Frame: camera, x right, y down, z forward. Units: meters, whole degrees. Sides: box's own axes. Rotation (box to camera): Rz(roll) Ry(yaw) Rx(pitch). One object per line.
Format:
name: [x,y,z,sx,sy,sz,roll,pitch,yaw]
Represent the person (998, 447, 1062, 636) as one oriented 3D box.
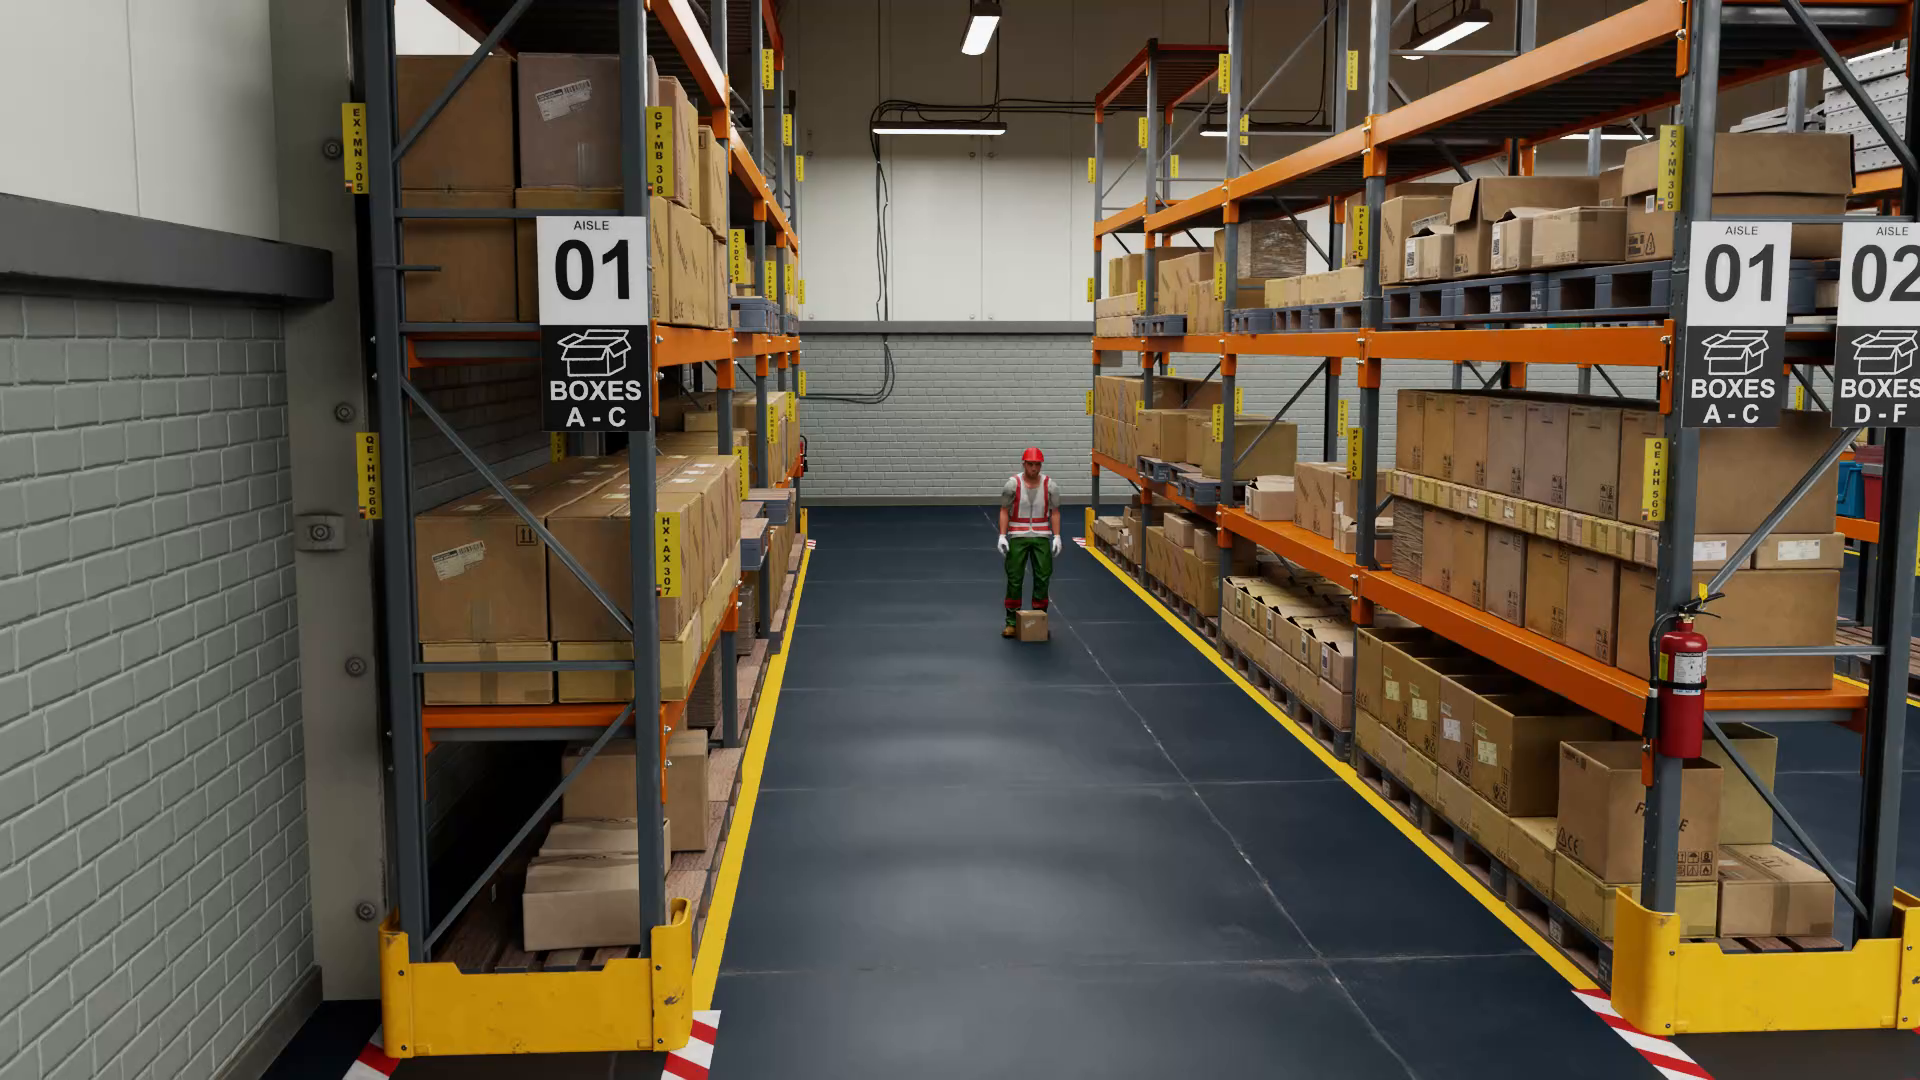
person: [0.653,0.011,15.577,0.608,1.780,0.448,0,7,-3]
